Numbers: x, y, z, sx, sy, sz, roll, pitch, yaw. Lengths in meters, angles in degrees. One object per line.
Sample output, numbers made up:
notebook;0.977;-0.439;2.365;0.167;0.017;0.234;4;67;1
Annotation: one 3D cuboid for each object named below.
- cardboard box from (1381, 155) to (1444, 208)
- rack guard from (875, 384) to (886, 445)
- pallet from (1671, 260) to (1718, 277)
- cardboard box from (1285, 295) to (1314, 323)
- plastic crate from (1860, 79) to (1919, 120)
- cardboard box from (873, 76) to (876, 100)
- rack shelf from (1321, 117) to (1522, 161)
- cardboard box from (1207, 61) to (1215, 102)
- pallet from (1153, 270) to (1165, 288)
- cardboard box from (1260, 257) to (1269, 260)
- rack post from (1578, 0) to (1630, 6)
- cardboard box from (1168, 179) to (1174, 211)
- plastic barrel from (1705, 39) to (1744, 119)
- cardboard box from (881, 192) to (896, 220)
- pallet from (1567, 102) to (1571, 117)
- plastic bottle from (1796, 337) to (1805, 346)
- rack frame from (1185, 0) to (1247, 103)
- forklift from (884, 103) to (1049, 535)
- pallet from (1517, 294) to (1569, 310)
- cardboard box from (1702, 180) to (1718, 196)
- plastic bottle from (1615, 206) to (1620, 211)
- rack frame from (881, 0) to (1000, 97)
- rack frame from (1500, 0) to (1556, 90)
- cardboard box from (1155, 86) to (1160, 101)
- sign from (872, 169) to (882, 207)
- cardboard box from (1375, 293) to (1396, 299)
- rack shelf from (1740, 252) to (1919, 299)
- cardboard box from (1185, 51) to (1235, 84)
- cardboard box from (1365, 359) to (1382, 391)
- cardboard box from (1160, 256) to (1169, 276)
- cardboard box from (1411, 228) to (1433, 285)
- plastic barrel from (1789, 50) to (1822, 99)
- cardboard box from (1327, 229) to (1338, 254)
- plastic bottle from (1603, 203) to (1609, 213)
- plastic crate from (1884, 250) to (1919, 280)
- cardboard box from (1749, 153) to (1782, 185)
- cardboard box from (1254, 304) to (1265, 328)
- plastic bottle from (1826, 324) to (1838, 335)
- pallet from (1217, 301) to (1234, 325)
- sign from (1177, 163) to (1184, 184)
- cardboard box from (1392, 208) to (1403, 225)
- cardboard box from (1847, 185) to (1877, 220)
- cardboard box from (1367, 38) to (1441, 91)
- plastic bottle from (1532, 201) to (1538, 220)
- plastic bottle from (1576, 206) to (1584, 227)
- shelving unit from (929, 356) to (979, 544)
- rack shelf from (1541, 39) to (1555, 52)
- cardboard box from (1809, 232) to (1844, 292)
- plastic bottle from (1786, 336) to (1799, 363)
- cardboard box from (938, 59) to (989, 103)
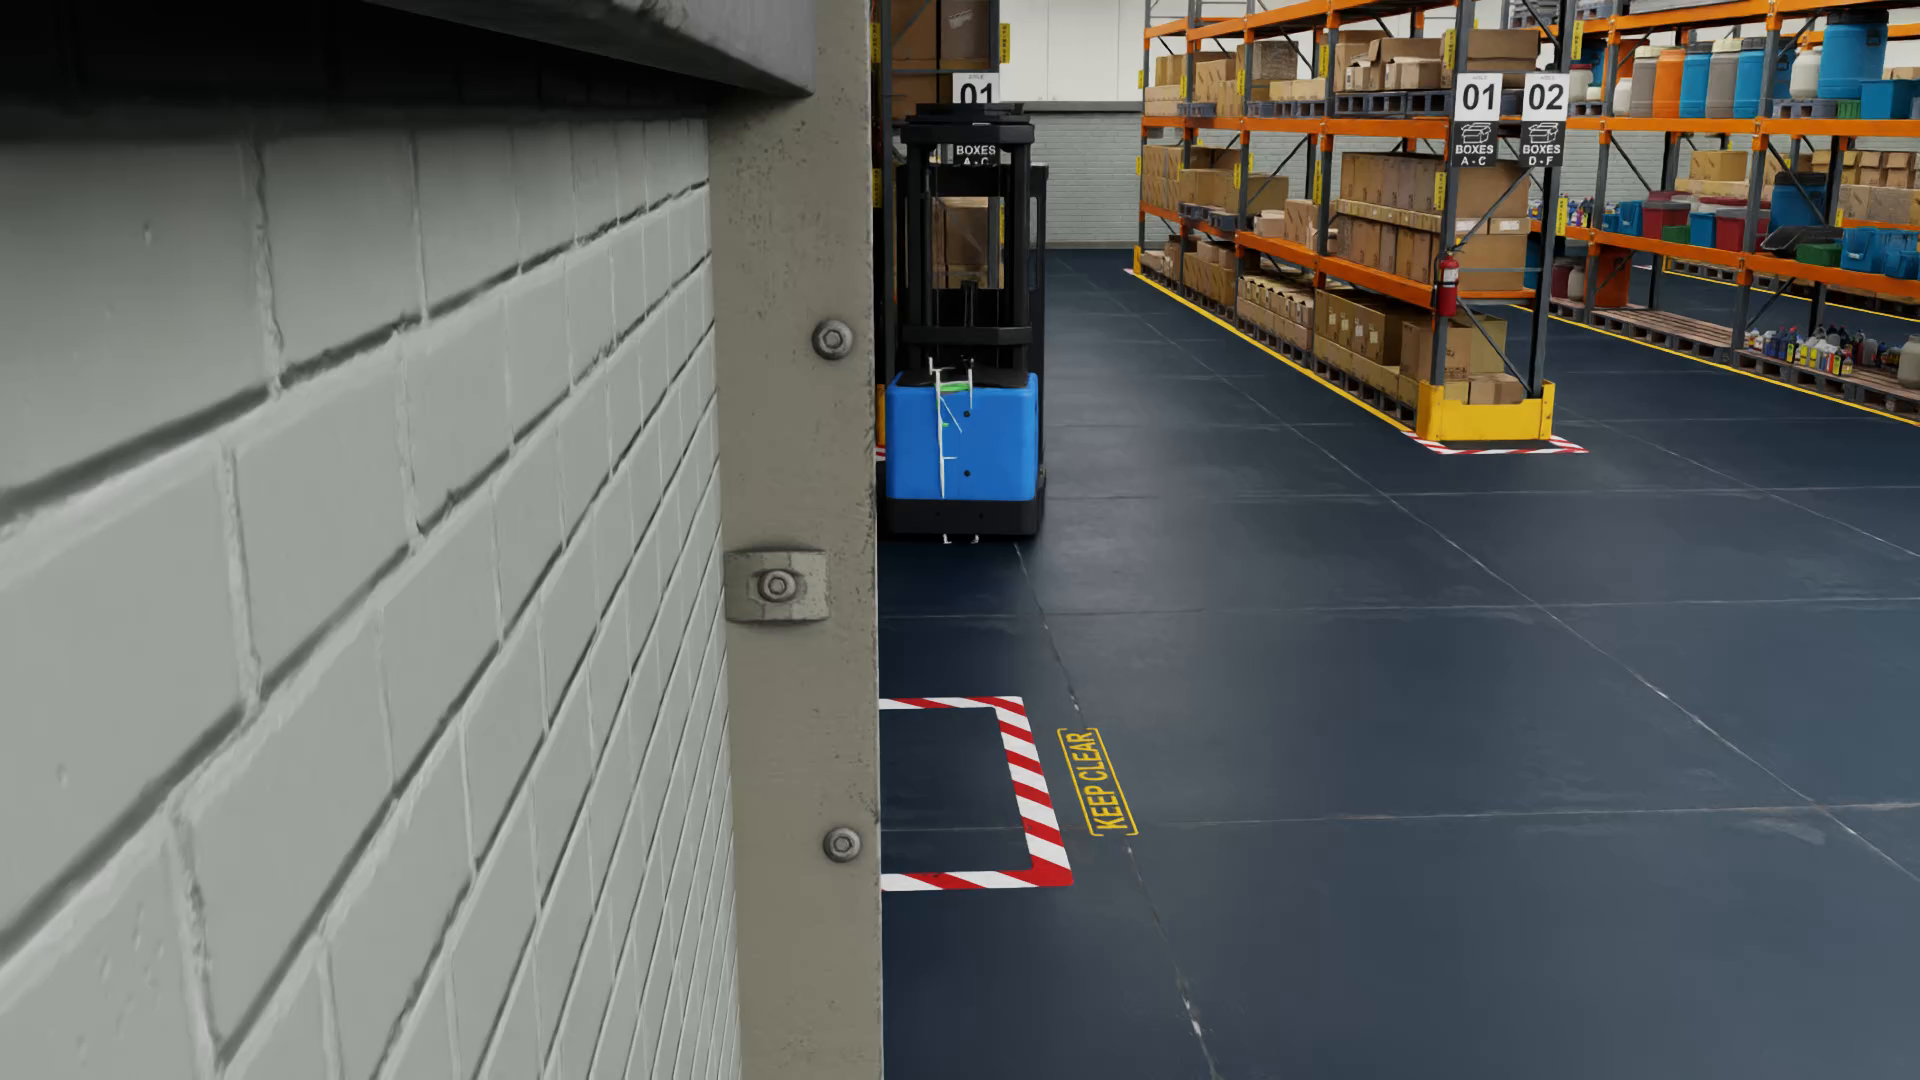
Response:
cardboard box;4.657;-3.591;16.661;0.700;0.500;0.500;-1;14;-3
rack guard;-0.171;-1.136;14.937;1.175;0.500;0.348;-1;14;-3
pallet;13.801;-4.988;30.488;1.003;0.211;1.213;-1;14;-3
cardboard box;4.180;-2.768;19.816;0.500;0.311;0.500;0;14;-2
plastic crate;9.303;-4.395;16.600;0.392;0.384;0.575;-1;14;-3
cardboard box;-0.847;-5.645;21.186;0.500;0.500;0.500;-1;14;-3
rack shelf;4.654;-4.006;16.502;1.077;0.370;4.000;-1;14;-3
cardboard box;4.056;-6.850;24.865;0.600;0.600;0.600;-1;14;-4
pallet;3.914;-4.513;28.645;1.003;0.211;1.213;-1;14;-3
cardboard box;4.404;-4.025;25.286;0.500;0.500;0.500;-1;14;-3
rack post;9.140;-7.518;22.839;0.954;0.300;0.937;-1;14;-3
cardboard box;3.714;-5.686;27.405;0.500;0.500;0.500;0;14;-2
plastic barrel;9.185;-5.456;19.687;0.600;0.901;0.600;0;14;0
cardboard box;-0.565;-3.373;17.374;0.500;0.500;0.500;-1;14;-4
pallet;9.197;-6.350;24.547;1.003;0.211;1.213;-1;14;-3
plastic bottle;9.168;-2.077;18.170;0.097;0.271;0.097;0;14;0
rack frame;4.034;-8.294;25.704;1.000;3.000;0.127;-1;14;-3
forklift;0.100;-1.765;12.503;1.130;2.935;3.031;1;14;4
pallet;9.063;-3.617;25.162;1.003;0.211;1.213;-1;14;-3
cardboard box;13.500;-6.230;29.422;0.500;0.250;0.500;-1;14;-5
plastic bottle;9.453;-4.663;23.890;0.097;0.271;0.097;0;14;0
rack frame;-0.166;-5.233;13.804;1.000;3.000;0.127;-1;14;-3
rack frame;8.978;-8.370;25.998;1.000;3.000;0.127;-1;14;-3
cardboard box;3.620;-7.626;28.422;0.500;0.250;0.500;-1;14;-3
sign;-0.722;-3.037;14.354;0.100;0.325;0.005;-1;14;-3
cardboard box;4.796;-2.398;17.997;0.500;0.500;0.500;-1;14;-3
rack shelf;9.598;-2.629;17.169;1.077;0.370;4.000;-1;14;-3
cardboard box;3.966;-7.495;26.409;0.700;0.500;0.500;-1;14;-3
cardboard box;4.374;-1.654;16.609;0.500;0.250;0.500;-1;14;-3
cardboard box;3.669;-4.624;27.991;0.500;0.311;0.500;-1;14;-3
cardboard box;4.724;-2.700;15.799;0.700;0.500;0.500;-1;14;-2
plastic barrel;9.304;-5.075;18.145;0.421;0.512;0.421;0;14;0
cardboard box;4.456;-3.449;19.211;0.500;0.250;0.500;0;14;0
plastic bottle;9.496;-4.814;24.451;0.061;0.283;0.133;-1;14;-3
plastic crate;9.357;-2.690;16.259;0.499;0.251;0.408;-1;14;-3
cardboard box;13.599;-6.211;27.844;0.500;0.500;0.500;-1;14;-3
cardboard box;4.091;-2.877;21.364;0.500;0.250;0.500;-1;14;-5
plastic bottle;9.801;-2.249;18.683;0.144;0.351;0.185;-1;14;-5
pallet;4.273;-3.230;23.657;1.003;0.211;1.213;-1;14;-3
sign;3.493;-5.798;26.304;0.100;0.325;0.005;-1;14;-3
cardboard box;4.482;-3.181;16.369;0.380;0.149;0.250;0;14;-2
cardboard box;13.800;-5.093;25.102;0.500;0.500;0.500;-1;14;-2
cardboard box;4.506;-4.762;16.663;0.797;0.503;0.637;1;14;3
plastic bottle;8.678;-4.964;25.058;0.097;0.271;0.097;0;14;0
plastic bottle;8.761;-4.565;23.482;0.061;0.283;0.133;-1;14;-3
shelving unit;-0.043;-0.629;11.504;0.258;1.200;0.503;-4;17;-5
rack shelf;8.854;-8.325;28.070;1.077;0.370;4.000;-1;14;-3
cardboard box;14.037;-4.334;25.774;1.225;0.875;0.875;-1;14;-5
plastic bottle;9.090;-2.077;18.147;0.061;0.283;0.133;0;14;-1
cardboard box;0.062;-3.925;14.501;0.500;0.500;0.500;-1;14;-2
